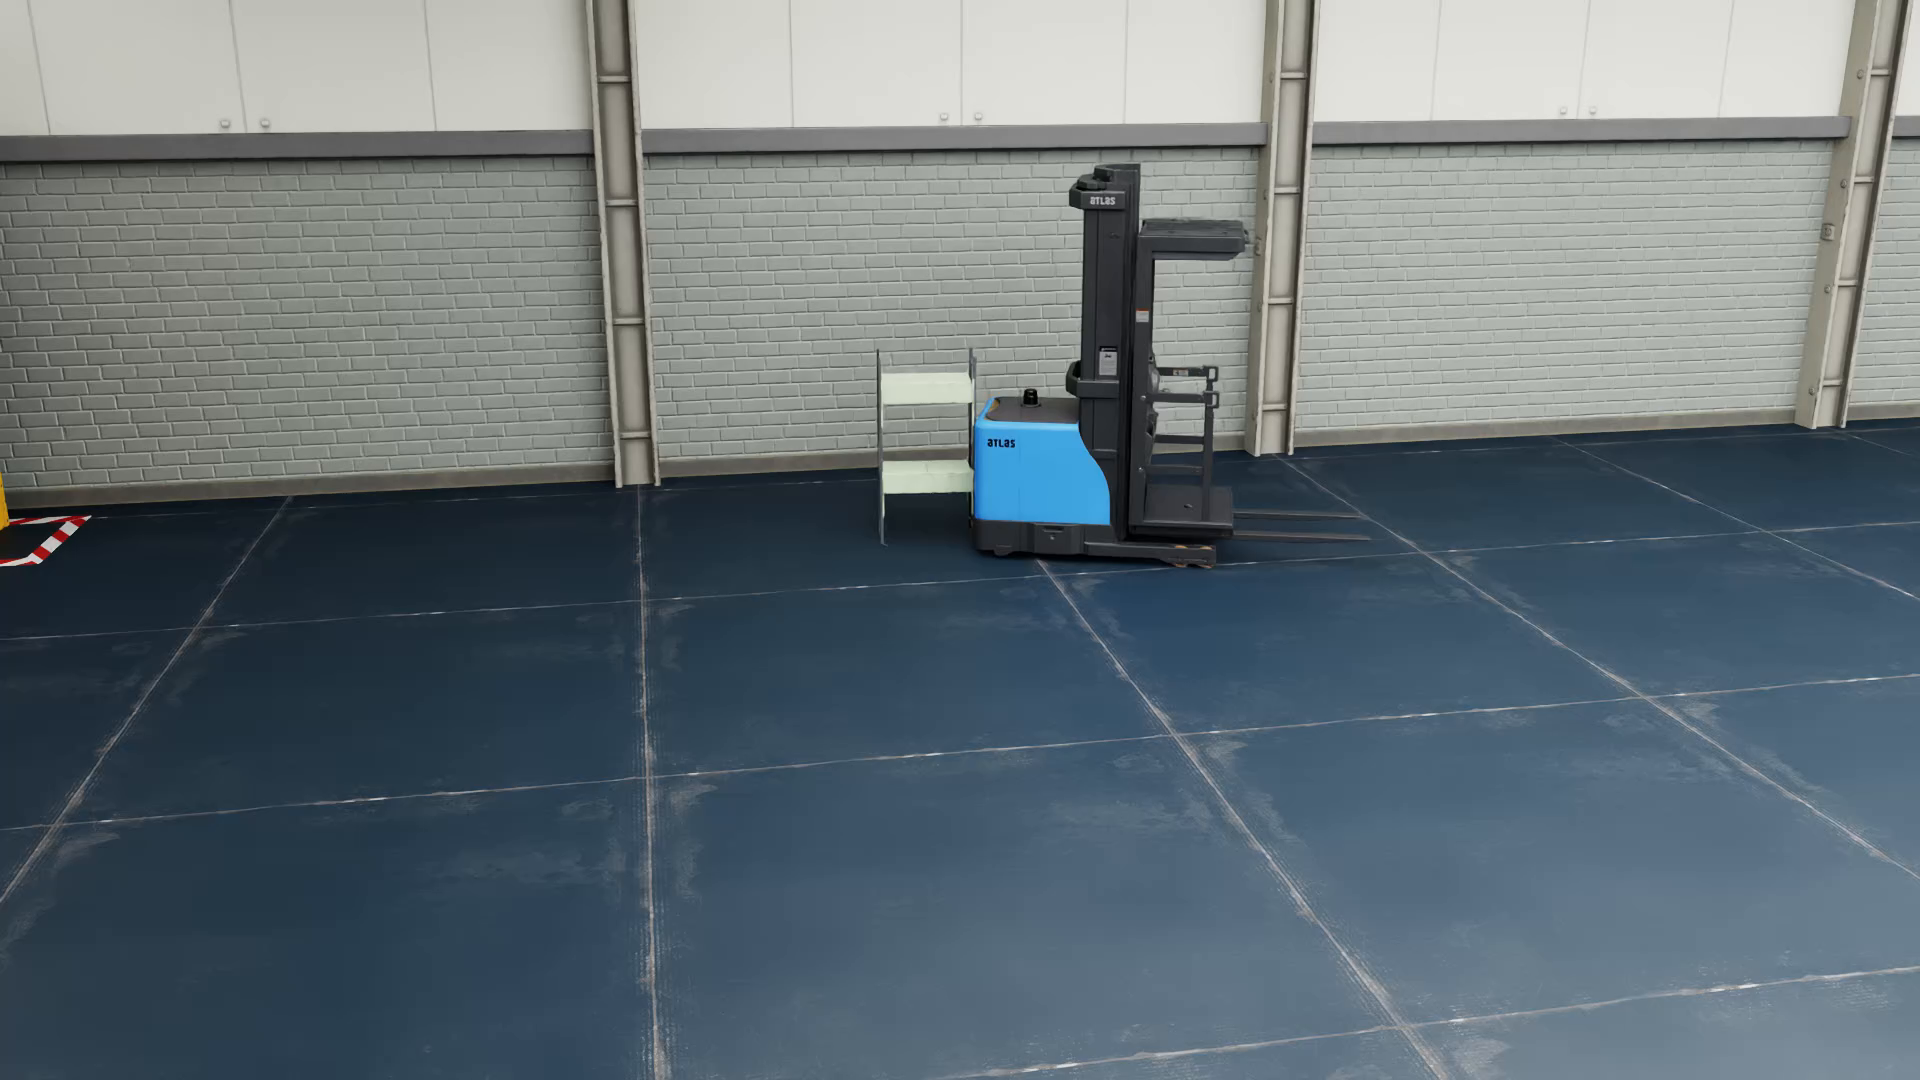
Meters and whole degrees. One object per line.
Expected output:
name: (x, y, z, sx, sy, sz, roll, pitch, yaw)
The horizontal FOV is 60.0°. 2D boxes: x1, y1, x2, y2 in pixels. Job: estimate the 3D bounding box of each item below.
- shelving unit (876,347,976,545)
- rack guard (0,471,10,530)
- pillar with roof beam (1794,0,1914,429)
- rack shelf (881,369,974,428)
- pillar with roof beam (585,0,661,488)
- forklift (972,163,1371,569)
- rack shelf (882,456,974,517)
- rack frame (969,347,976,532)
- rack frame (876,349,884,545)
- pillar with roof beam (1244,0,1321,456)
shelving unit: (-0.267, -0.742, 13.172, 0.755, 1.500, 0.431, -1, 17, -5)
rack guard: (-7.919, -0.208, 13.136, 0.348, 0.500, 1.175, -3, 17, -10)
pillar with roof beam: (9.693, -4.252, 11.828, 0.400, 9.000, 9.100, -3, 17, -10)
rack shelf: (-0.267, -1.115, 13.058, 0.720, 0.370, 0.431, -1, 17, -5)
pillar with roof beam: (-2.090, -3.583, 9.651, 0.400, 9.000, 9.100, -3, 17, -10)
forklift: (1.656, -1.351, 12.718, 3.031, 2.935, 1.130, 2, 17, 8)
rack shelf: (-0.267, -0.430, 13.268, 0.720, 0.370, 0.431, -1, 17, -5)
rack frame: (0.098, -0.751, 13.201, 0.023, 1.500, 0.400, -1, 17, -5)
rack frame: (-0.632, -0.733, 13.144, 0.023, 1.500, 0.400, -1, 17, -5)
pillar with roof beam: (3.802, -3.917, 10.740, 0.400, 9.000, 9.100, -3, 17, -10)
